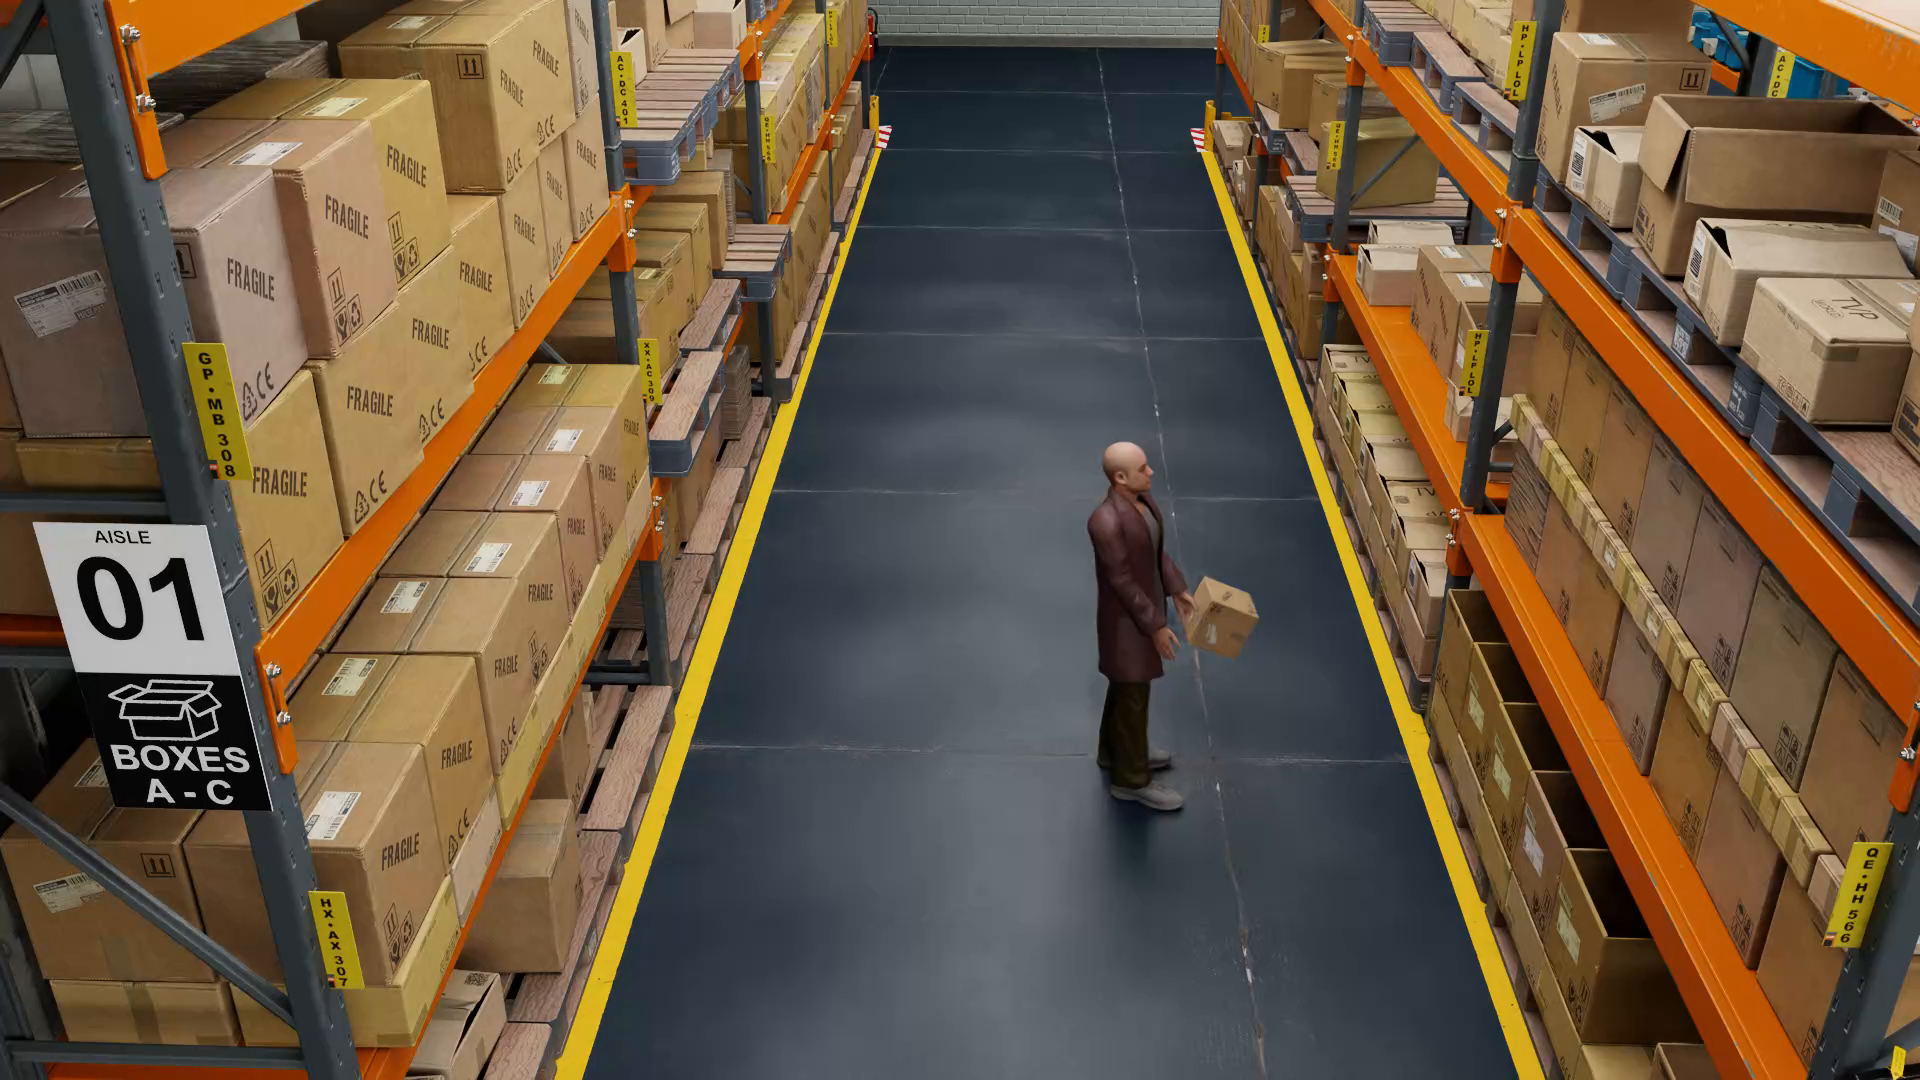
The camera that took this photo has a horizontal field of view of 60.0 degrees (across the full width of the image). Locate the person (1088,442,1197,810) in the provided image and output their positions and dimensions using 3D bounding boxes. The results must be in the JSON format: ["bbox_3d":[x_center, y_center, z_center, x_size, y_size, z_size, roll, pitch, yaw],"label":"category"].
[{"bbox_3d":[0.904,0.382,7.893,0.558,1.778,0.570,11,29,20],"label":"person"}]
